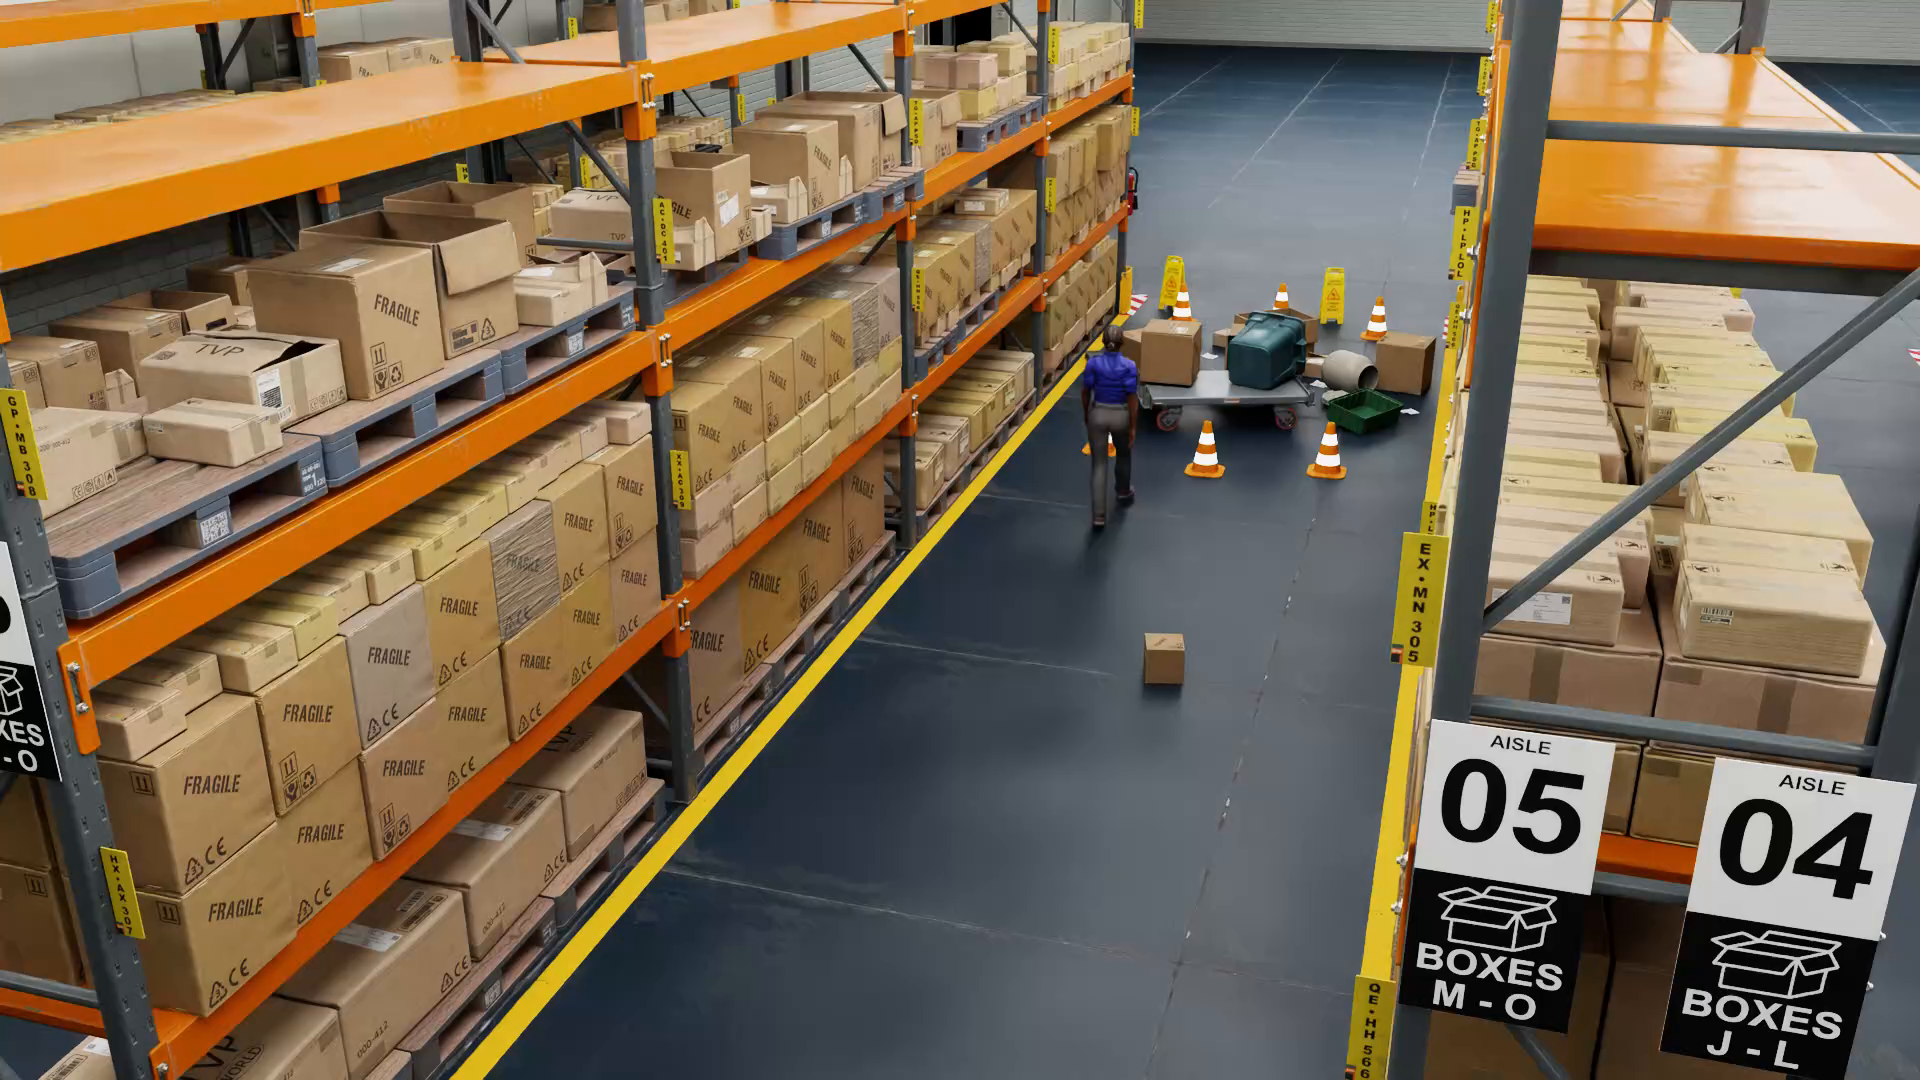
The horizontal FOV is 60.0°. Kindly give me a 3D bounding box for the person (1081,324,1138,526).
[{"bbox_3d":[1.217,-1.004,13.535,0.468,1.604,0.956,3,22,8],"label":"person"}]
